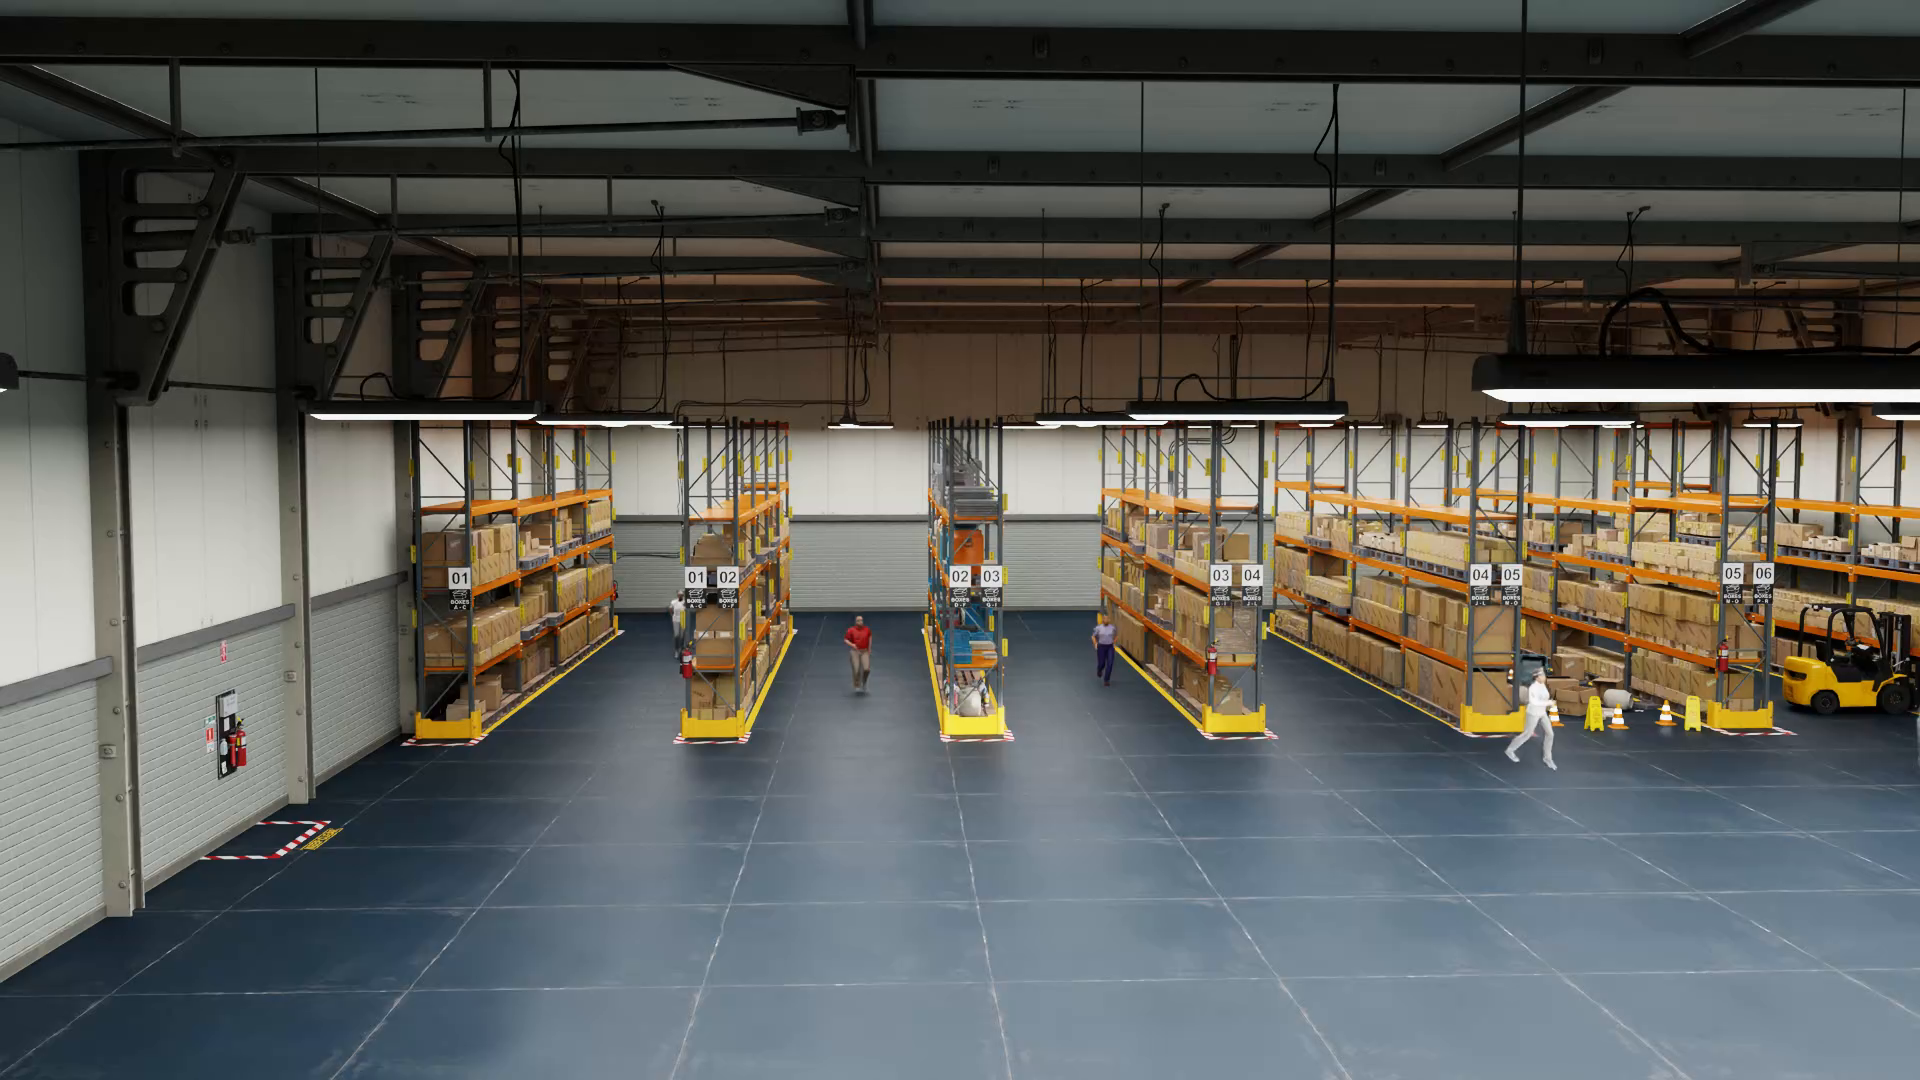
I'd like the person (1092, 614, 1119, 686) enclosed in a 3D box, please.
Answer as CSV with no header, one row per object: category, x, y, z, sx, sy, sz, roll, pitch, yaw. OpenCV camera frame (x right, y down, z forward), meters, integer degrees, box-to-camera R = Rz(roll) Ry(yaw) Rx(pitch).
person,3.301,2.478,37.695,0.614,1.609,0.575,0,4,-4

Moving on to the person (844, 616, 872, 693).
person,-2.195,2.508,36.324,0.662,1.715,0.643,-1,4,-15

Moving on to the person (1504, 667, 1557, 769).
person,9.818,3.024,28.465,0.625,1.748,0.880,-4,5,-43

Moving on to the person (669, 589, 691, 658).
person,-7.123,2.126,42.361,0.558,1.755,0.774,-1,4,-12
